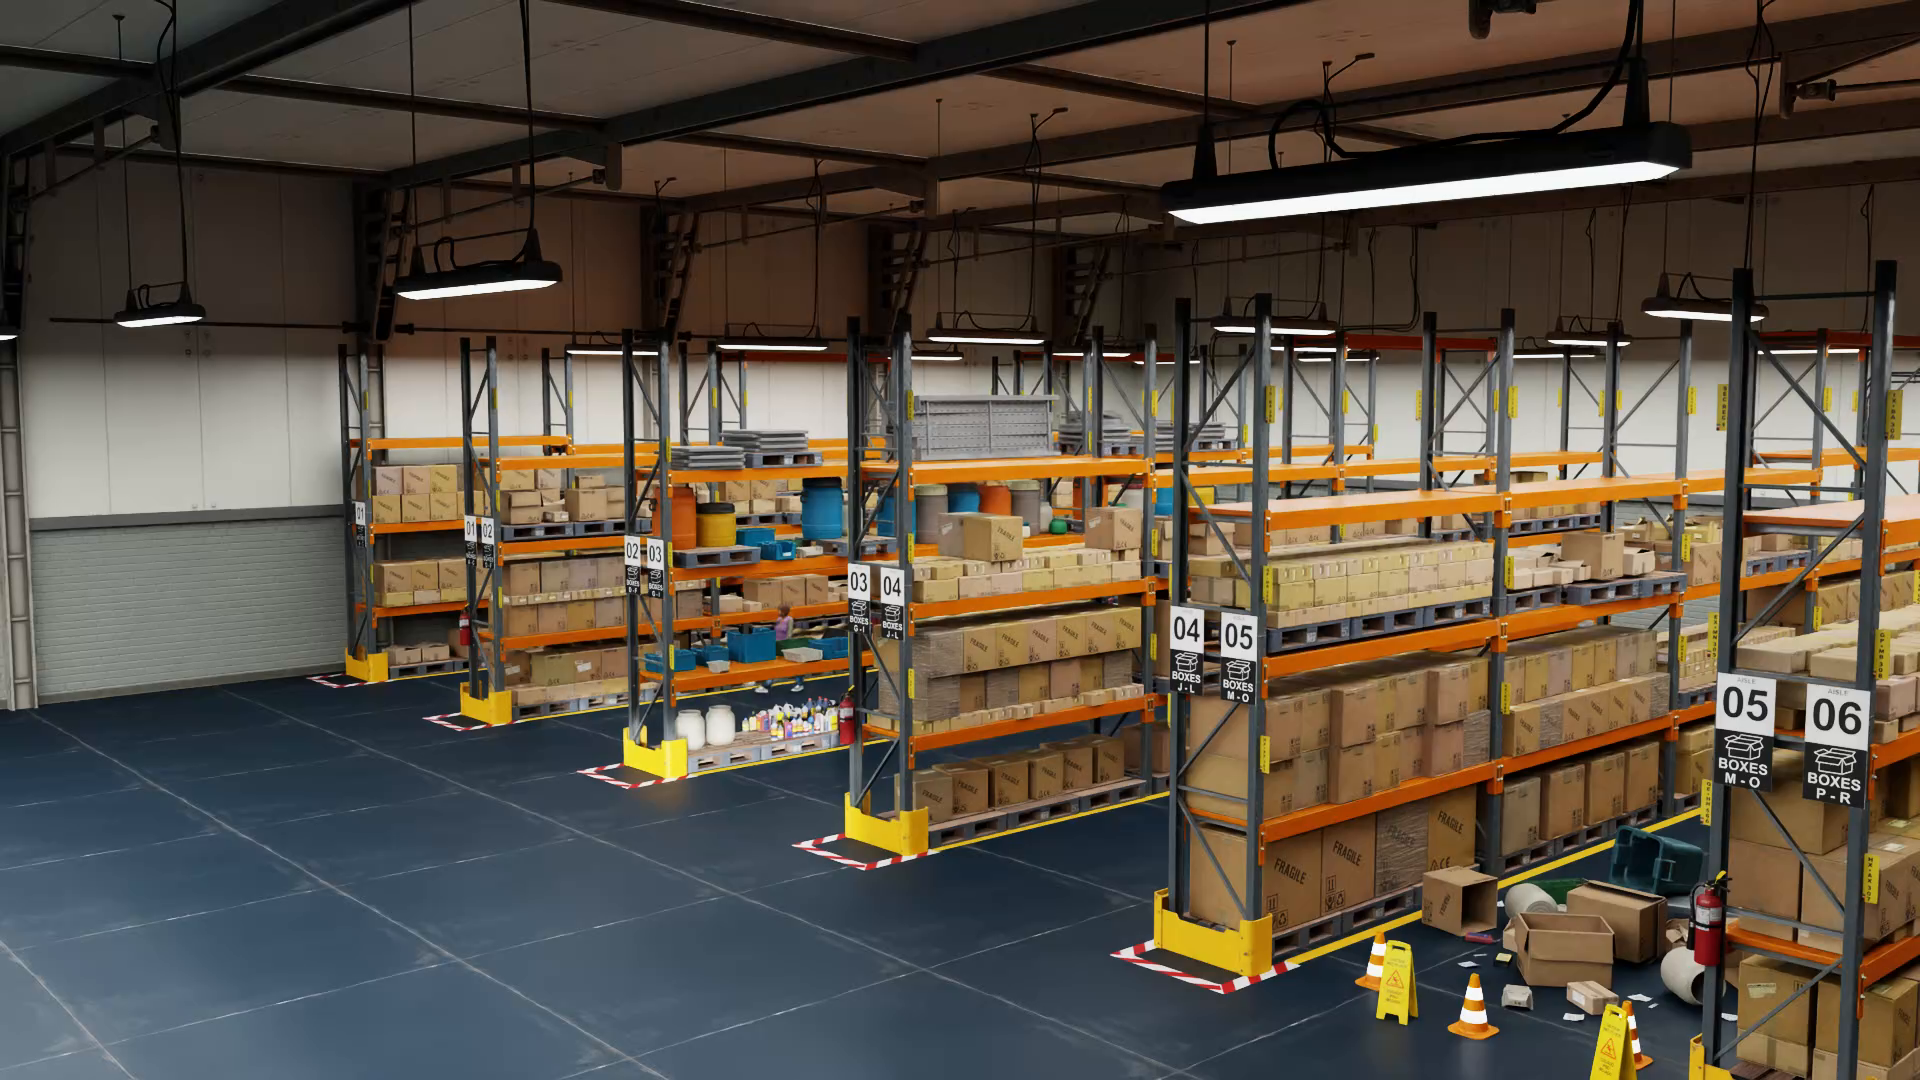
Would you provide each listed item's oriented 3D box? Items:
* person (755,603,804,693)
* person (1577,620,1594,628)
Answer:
[{"bbox_3d":[-3.034,1.860,28.234,0.434,1.512,0.967,4,6,35],"label":"person"},{"bbox_3d":[9.523,2.065,25.300,0.489,1.674,0.532,-3,6,-33],"label":"person"}]
